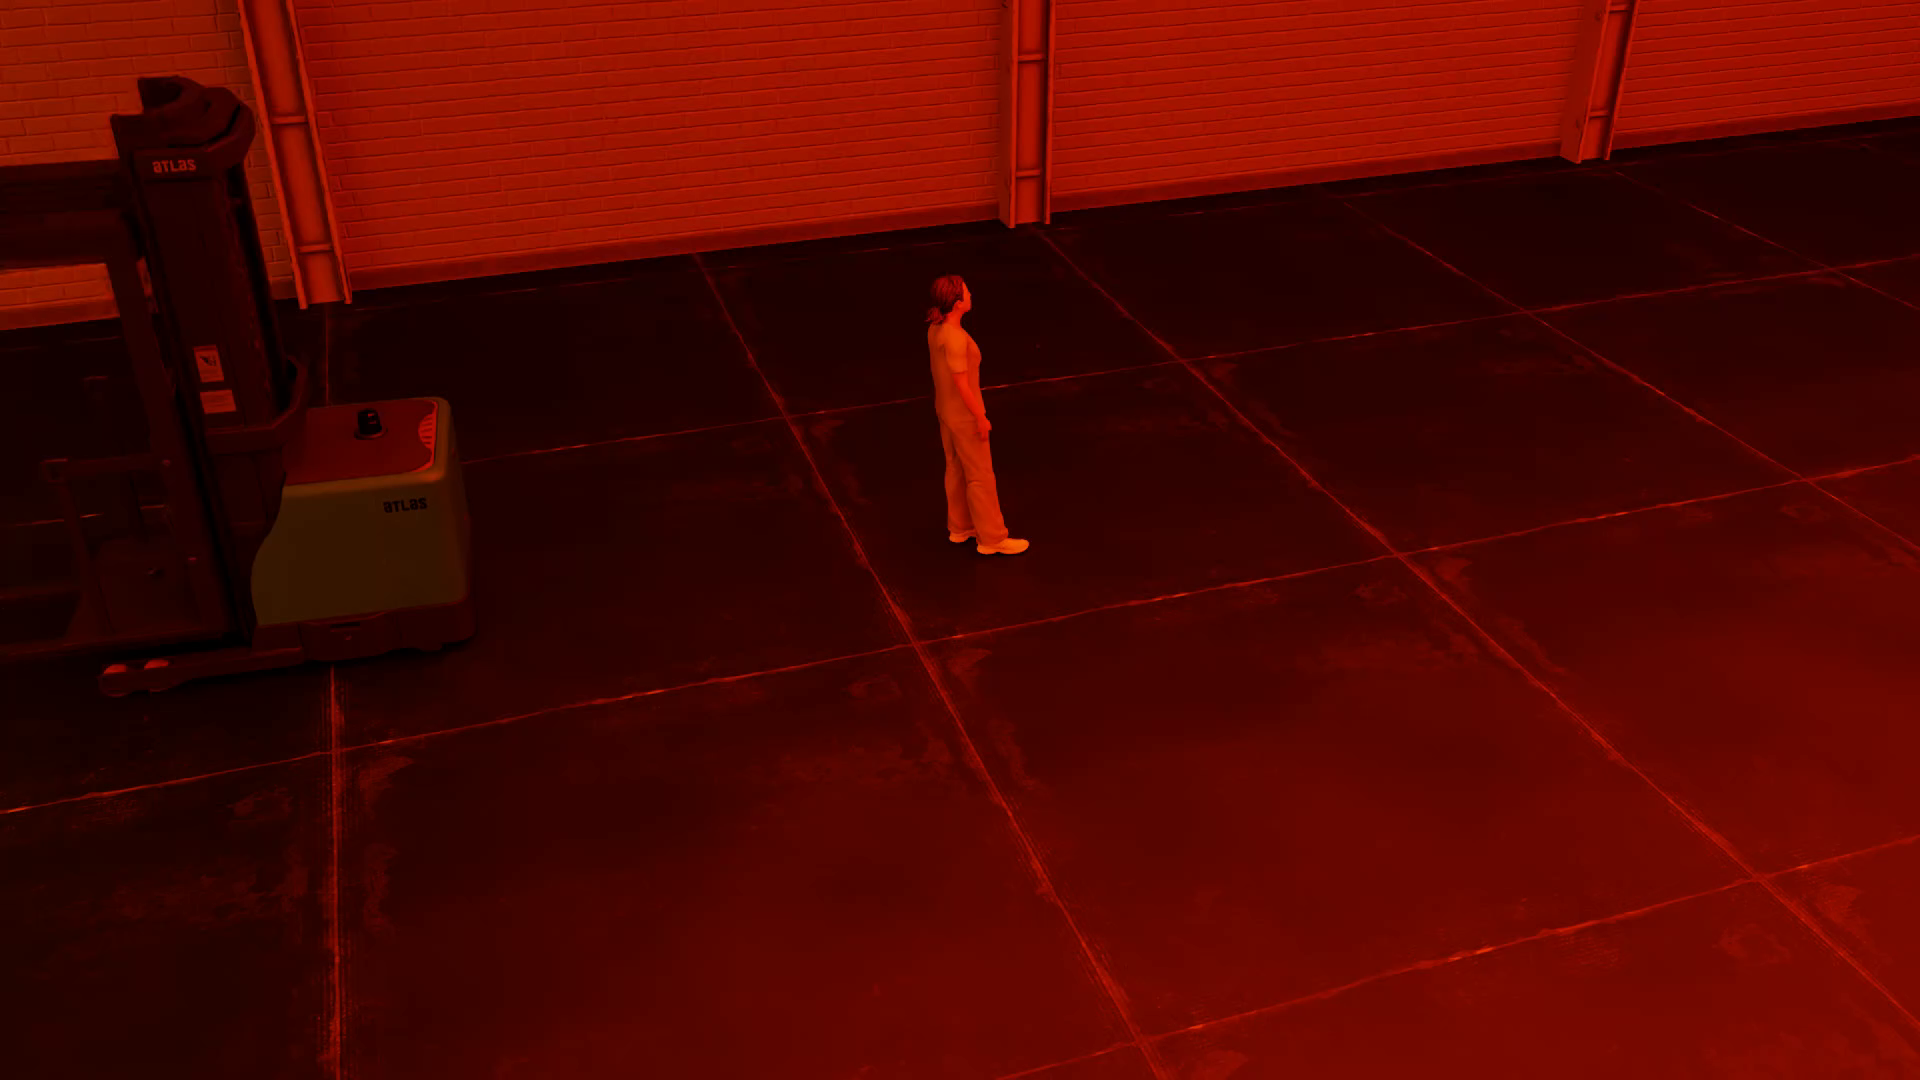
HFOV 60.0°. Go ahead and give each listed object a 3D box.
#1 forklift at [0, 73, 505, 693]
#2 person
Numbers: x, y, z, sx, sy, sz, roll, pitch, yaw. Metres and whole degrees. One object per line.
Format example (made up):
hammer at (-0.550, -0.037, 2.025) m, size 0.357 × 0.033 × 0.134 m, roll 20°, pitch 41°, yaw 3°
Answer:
forklift at (-4.054, -0.766, 8.417) m, size 3.031 × 2.935 × 1.130 m, roll -7°, pitch 31°, yaw -12°
person at (0.074, -0.738, 9.613) m, size 0.549 × 1.676 × 0.549 m, roll -10°, pitch 31°, yaw -16°
